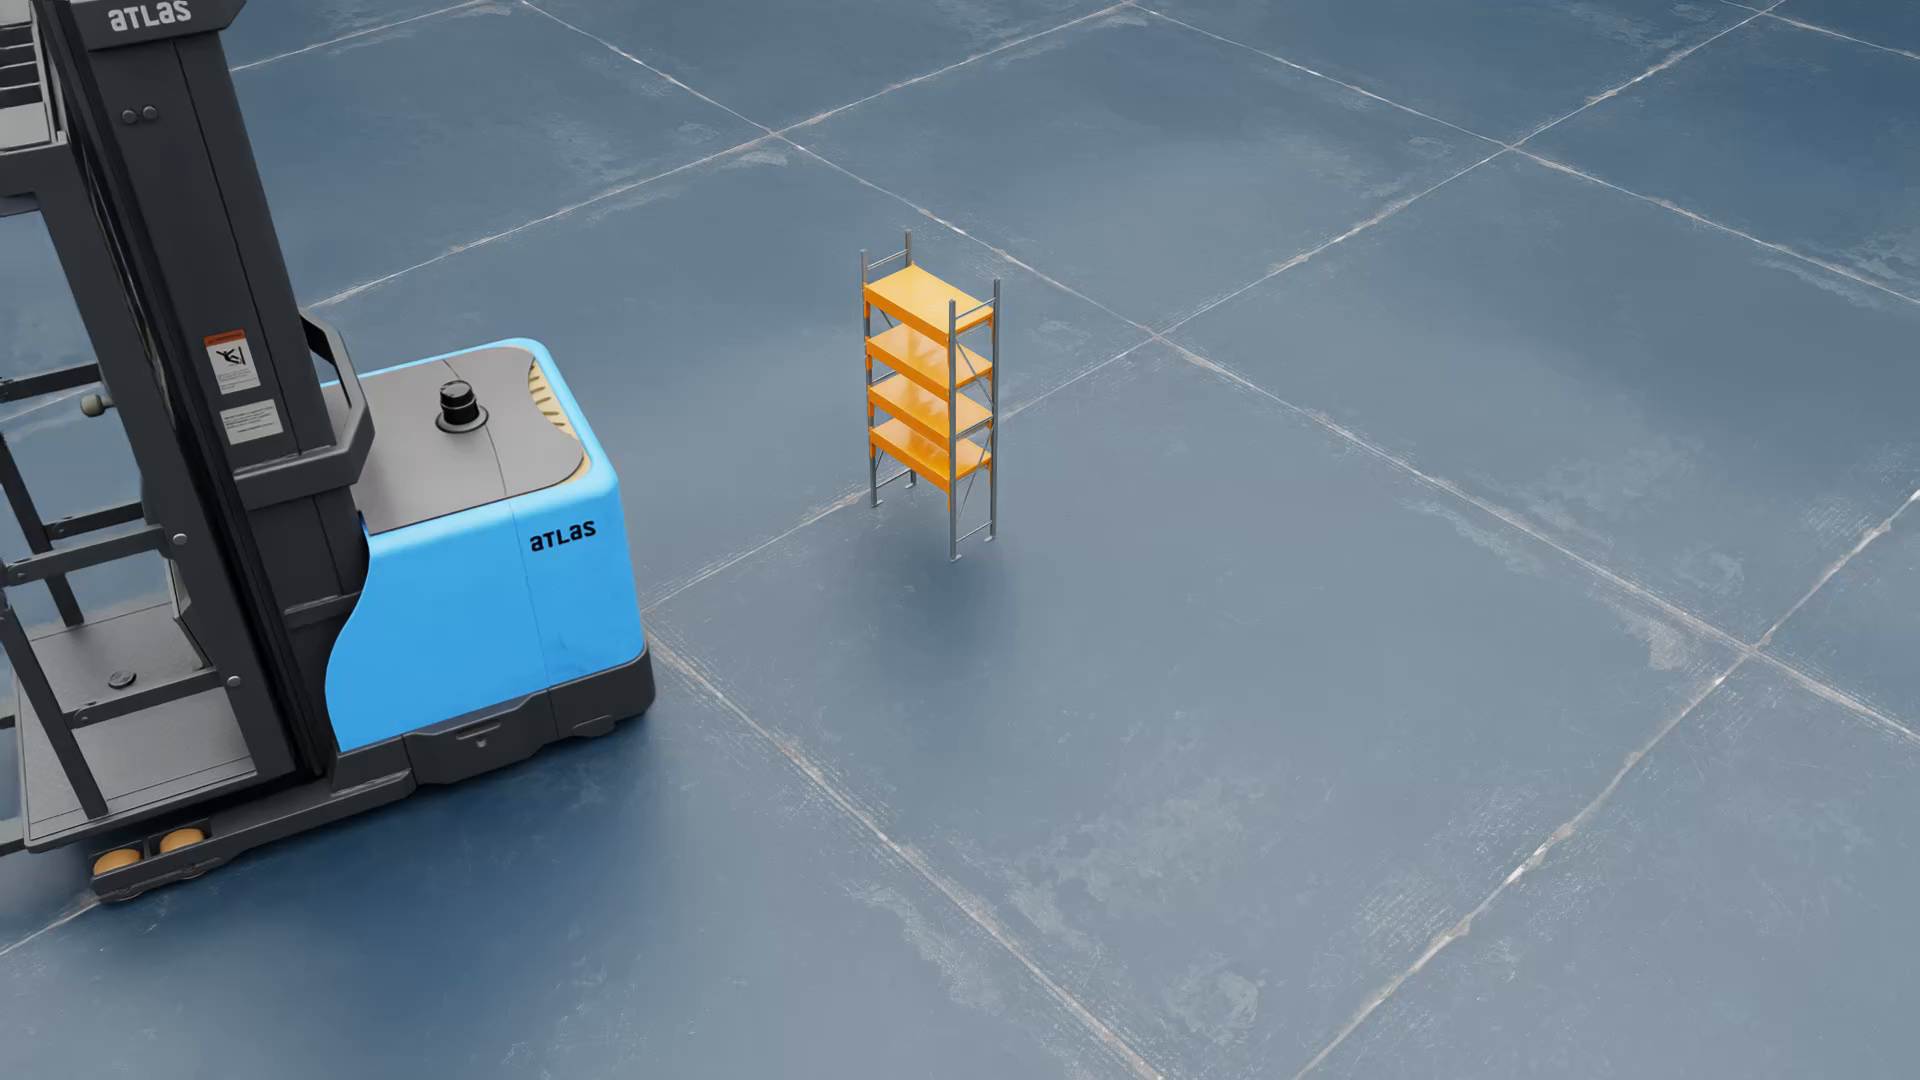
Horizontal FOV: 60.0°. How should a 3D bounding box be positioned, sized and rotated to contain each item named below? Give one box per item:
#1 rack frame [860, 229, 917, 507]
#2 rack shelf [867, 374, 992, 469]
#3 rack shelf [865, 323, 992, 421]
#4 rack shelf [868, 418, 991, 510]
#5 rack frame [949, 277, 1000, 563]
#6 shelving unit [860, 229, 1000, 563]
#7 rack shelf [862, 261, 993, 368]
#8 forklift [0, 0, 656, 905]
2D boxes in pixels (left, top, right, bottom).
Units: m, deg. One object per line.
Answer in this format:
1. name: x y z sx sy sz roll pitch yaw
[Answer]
1. rack frame: -0.277 -0.656 6.608 0.240 1.200 0.015 -30 48 -32
2. rack shelf: -0.112 -0.491 6.510 0.258 0.148 0.480 -30 48 -32
3. rack shelf: -0.112 -0.665 6.370 0.258 0.148 0.480 -30 48 -32
4. rack shelf: -0.112 -0.337 6.635 0.258 0.148 0.480 -30 48 -32
5. rack frame: 0.053 -0.430 6.328 0.240 1.200 0.015 -30 48 -32
6. shelving unit: -0.112 -0.543 6.468 0.258 1.200 0.503 -30 48 -32
7. rack shelf: -0.112 -0.849 6.221 0.258 0.148 0.480 -30 48 -32
8. forklift: -2.642 -0.368 4.873 3.031 2.935 1.130 -17 42 -20
